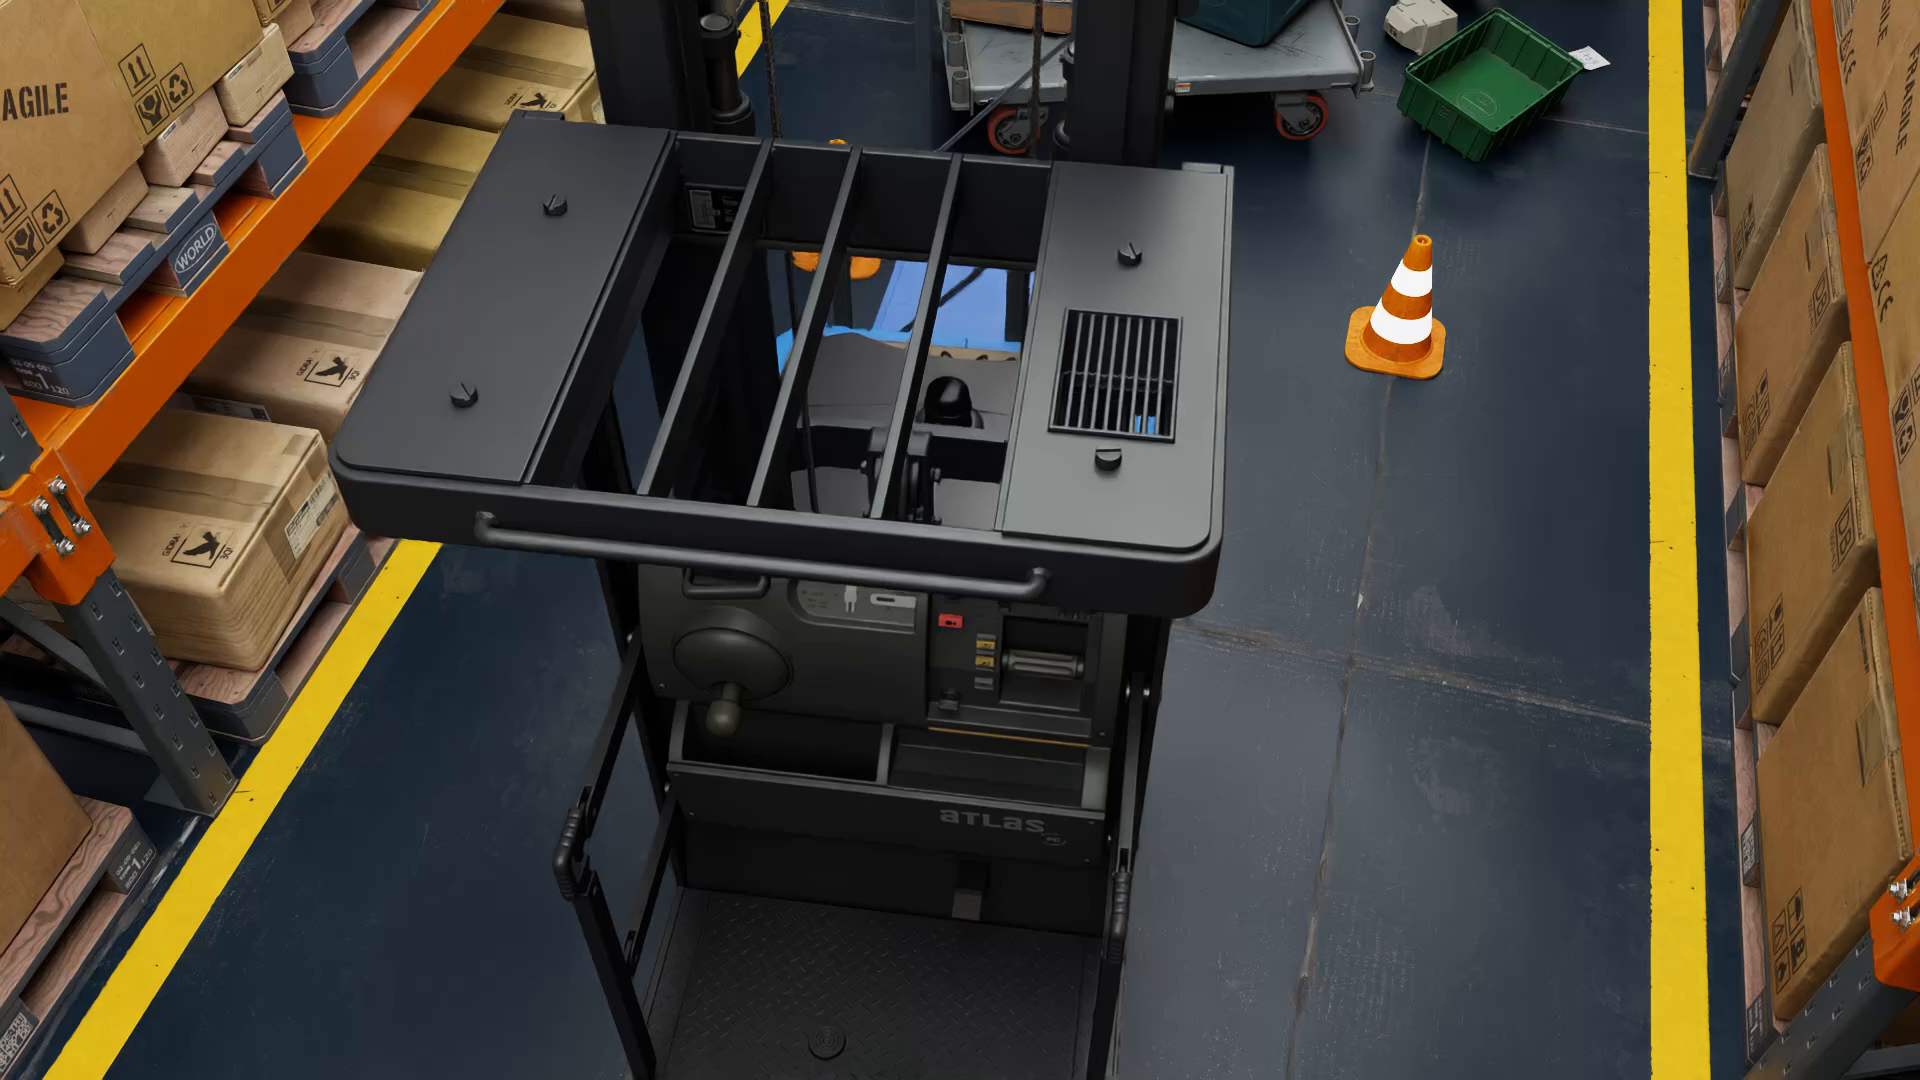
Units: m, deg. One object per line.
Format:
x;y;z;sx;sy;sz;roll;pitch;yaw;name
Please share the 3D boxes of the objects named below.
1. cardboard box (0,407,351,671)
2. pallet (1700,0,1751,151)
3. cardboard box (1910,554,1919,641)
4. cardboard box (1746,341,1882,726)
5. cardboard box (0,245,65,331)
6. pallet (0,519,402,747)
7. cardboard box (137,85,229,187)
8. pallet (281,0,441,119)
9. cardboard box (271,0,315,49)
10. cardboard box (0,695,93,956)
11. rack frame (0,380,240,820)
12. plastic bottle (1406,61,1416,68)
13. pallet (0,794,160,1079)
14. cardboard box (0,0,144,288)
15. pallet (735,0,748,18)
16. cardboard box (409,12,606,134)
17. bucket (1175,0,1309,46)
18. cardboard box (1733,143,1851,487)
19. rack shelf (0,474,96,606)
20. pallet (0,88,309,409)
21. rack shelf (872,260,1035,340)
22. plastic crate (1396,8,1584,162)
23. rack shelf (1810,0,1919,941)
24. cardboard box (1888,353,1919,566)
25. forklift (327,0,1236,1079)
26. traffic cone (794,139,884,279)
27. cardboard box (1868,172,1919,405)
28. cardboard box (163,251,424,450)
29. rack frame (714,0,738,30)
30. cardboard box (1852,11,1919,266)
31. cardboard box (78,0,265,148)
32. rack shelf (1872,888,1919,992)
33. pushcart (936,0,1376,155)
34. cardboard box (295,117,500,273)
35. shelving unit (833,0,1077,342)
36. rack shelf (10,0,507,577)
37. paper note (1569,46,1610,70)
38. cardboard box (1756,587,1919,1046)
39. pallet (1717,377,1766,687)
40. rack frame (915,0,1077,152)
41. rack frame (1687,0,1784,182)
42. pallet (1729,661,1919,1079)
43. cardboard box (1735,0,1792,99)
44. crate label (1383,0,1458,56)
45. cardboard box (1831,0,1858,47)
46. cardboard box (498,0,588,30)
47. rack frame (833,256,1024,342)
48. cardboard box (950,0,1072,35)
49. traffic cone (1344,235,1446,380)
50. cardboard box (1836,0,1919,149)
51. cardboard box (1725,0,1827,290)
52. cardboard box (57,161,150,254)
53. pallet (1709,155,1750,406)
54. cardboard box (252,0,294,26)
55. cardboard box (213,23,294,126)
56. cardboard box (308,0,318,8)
-2.354;-0.043;4.760;0.950;0.372;0.625;9;49;7;cardboard box
3.618;-1.968;6.847;1.003;0.211;1.213;12;50;10;pallet
2.149;0.125;3.073;0.500;0.500;0.500;12;50;10;cardboard box
2.764;0.086;4.394;1.050;0.750;0.750;12;50;11;cardboard box
-2.247;-0.621;3.685;0.380;0.149;0.250;9;49;8;cardboard box
-2.305;-0.009;5.117;1.003;0.211;1.213;12;50;10;pallet
-2.024;-1.008;4.026;0.380;0.149;0.250;9;49;8;cardboard box
-2.031;-1.744;4.916;1.003;0.211;1.213;12;50;10;pallet
-1.944;-1.393;4.366;0.380;0.149;0.250;14;50;12;cardboard box
-2.774;0.680;3.786;0.875;0.875;0.875;11;50;10;cardboard box
-2.512;-0.367;3.573;1.000;3.000;0.127;12;50;10;rack frame
1.959;-1.882;6.870;0.133;0.061;0.283;-11;50;-10;plastic bottle
-2.792;1.111;4.129;1.003;0.211;1.213;12;50;10;pallet
-2.171;-0.917;3.514;0.500;0.500;0.500;10;49;9;cardboard box
-1.317;-2.830;7.607;1.003;0.211;1.213;12;50;10;pallet
-1.781;-1.629;6.160;0.950;0.372;0.625;14;50;12;cardboard box
1.154;-2.330;6.475;0.726;0.611;0.620;28;64;22;bucket
3.008;-0.587;4.988;1.050;0.750;0.750;12;50;10;cardboard box
-3.039;1.318;2.566;1.077;0.370;4.000;12;50;10;rack shelf
-2.427;-0.840;4.119;1.213;0.211;1.003;12;50;10;pallet
0.012;-0.630;5.026;0.538;0.185;1.000;9;47;7;rack shelf
2.124;-1.829;6.701;0.662;0.188;0.450;-37;68;-28;plastic crate
2.816;-0.672;4.322;1.077;0.370;4.000;12;50;10;rack shelf
2.282;-0.236;3.391;0.500;0.500;0.500;12;50;10;cardboard box
-0.177;0.311;3.021;1.130;2.935;3.031;6;49;5;forklift
-0.435;-1.248;6.043;0.336;0.463;0.334;12;50;10;traffic cone
2.414;-0.597;3.710;0.500;0.500;0.500;11;49;9;cardboard box
-2.167;-0.579;5.233;0.950;0.372;0.625;11;49;9;cardboard box
-1.459;-3.260;6.127;1.000;3.000;0.127;12;50;10;rack frame
2.544;-0.969;4.038;0.500;0.500;0.500;12;50;11;cardboard box
-2.040;-1.296;3.848;0.500;0.500;0.500;14;50;12;cardboard box
1.763;2.221;1.769;1.077;0.370;4.000;12;50;10;rack shelf
0.753;-1.979;6.745;1.648;0.377;0.936;-4;49;-3;pushcart
-1.962;-1.126;5.716;0.950;0.372;0.625;13;50;11;cardboard box
0.013;-0.753;4.895;0.538;1.500;1.048;9;47;7;shelving unit
-1.986;-1.576;5.120;1.077;0.370;4.000;12;50;10;rack shelf
2.646;-2.039;7.029;0.147;0.020;0.142;-19;51;-16;paper note
2.537;0.719;3.835;1.050;0.750;0.750;11;49;10;cardboard box
2.893;0.024;5.088;1.003;0.211;1.213;12;50;10;pallet
0.113;-1.117;5.236;0.500;1.500;0.032;9;47;7;rack frame
3.343;-2.357;5.329;1.000;3.000;0.127;12;50;10;rack frame
2.570;0.904;4.311;1.003;0.211;1.213;12;50;10;pallet
3.576;-2.234;6.358;0.875;0.875;0.875;12;50;11;cardboard box
1.973;-2.209;7.108;0.298;0.136;0.250;-19;51;-16;crate label
2.812;-1.697;4.680;0.500;0.500;0.500;12;50;10;cardboard box
-1.595;-2.150;6.619;0.950;0.372;0.625;12;50;11;cardboard box
-0.086;-0.390;4.554;0.500;1.500;0.032;9;47;7;rack frame
0.266;-2.354;6.489;0.500;0.500;0.500;12;50;10;cardboard box
1.533;-0.845;5.687;0.336;0.463;0.334;12;50;10;traffic cone
2.678;-1.336;4.362;0.500;0.500;0.500;11;50;10;cardboard box
3.266;-1.284;5.603;1.050;0.750;0.750;11;50;10;cardboard box
-2.141;-0.819;3.860;0.380;0.149;0.250;9;49;8;cardboard box
3.212;-0.861;5.869;1.003;0.211;1.213;12;50;10;pallet
-1.907;-1.681;4.188;0.500;0.500;0.500;12;50;11;cardboard box
-1.932;-1.203;4.198;0.380;0.149;0.250;12;50;10;cardboard box
-1.907;-1.605;4.553;0.380;0.149;0.250;13;50;12;cardboard box
